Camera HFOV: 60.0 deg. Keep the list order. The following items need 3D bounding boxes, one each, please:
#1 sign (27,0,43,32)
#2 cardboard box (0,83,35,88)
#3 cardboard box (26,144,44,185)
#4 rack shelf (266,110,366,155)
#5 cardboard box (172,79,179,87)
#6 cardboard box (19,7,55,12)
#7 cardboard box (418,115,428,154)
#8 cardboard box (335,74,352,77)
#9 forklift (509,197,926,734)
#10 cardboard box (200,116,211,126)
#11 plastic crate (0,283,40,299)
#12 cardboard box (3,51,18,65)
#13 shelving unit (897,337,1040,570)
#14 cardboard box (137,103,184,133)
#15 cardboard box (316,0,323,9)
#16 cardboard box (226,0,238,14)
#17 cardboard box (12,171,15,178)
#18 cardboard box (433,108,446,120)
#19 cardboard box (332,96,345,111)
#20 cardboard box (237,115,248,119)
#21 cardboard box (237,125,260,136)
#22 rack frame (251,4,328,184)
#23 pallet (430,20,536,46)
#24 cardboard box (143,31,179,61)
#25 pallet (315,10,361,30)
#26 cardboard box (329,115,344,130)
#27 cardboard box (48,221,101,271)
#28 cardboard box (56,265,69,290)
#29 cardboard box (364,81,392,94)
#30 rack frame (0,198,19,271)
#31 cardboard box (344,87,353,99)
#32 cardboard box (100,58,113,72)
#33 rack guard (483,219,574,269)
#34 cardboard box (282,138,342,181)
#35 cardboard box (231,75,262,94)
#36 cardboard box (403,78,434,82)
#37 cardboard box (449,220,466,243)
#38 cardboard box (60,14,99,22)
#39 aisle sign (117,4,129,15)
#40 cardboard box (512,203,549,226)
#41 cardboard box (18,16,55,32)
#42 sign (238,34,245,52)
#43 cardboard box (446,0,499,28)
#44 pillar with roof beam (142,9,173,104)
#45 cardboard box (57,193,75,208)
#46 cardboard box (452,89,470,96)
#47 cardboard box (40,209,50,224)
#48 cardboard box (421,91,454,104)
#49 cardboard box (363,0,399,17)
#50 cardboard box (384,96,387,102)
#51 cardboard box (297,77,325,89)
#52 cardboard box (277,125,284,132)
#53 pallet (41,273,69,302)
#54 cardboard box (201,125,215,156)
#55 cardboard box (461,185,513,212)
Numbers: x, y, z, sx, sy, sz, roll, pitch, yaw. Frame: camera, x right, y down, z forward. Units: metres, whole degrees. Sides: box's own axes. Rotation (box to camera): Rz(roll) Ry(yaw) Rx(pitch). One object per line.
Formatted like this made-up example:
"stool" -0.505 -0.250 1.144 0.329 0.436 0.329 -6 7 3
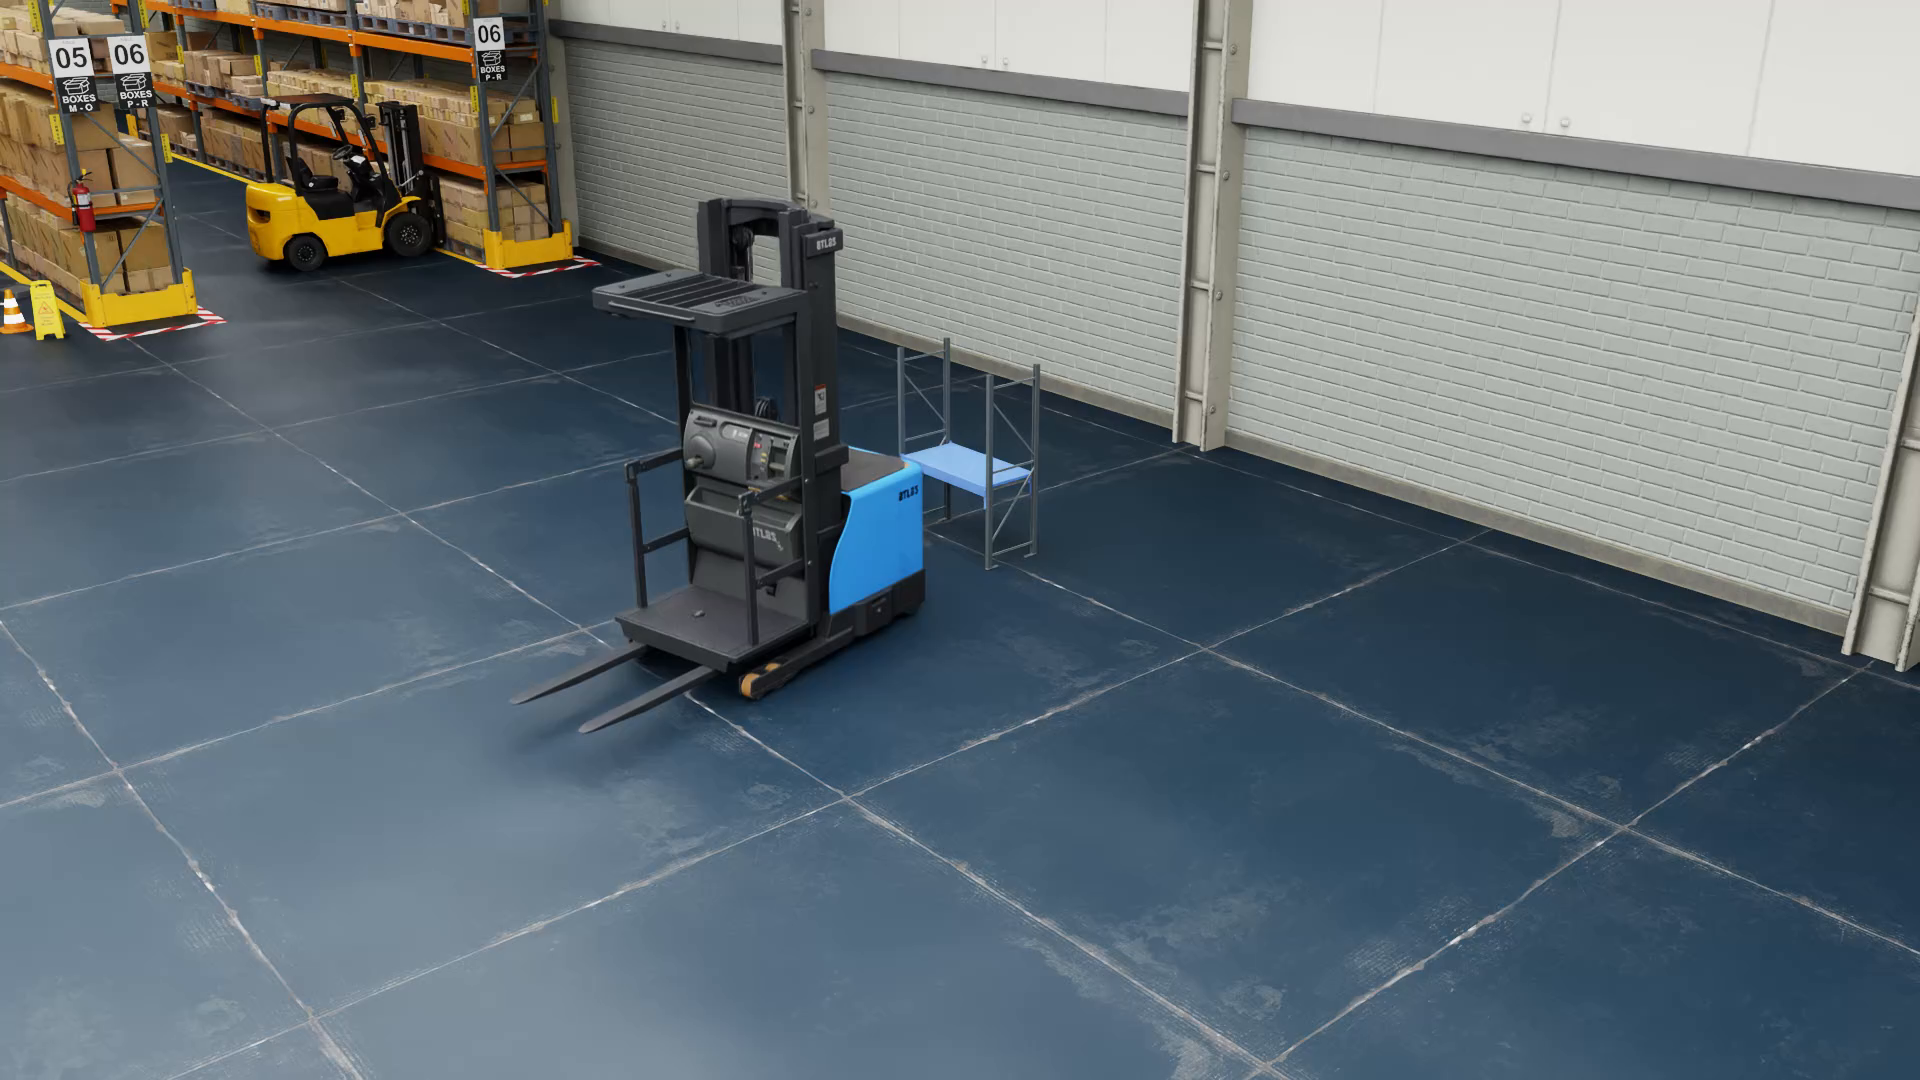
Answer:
"sign" -10.060 -5.694 18.083 0.100 0.325 0.005 -17 27 -37
"cardboard box" -11.798 -5.448 20.865 0.700 0.500 0.500 -17 27 -37
"cardboard box" -10.837 -4.560 19.968 0.500 0.500 0.500 -18 27 -38
"rack shelf" -9.785 -6.517 26.497 1.077 0.370 4.000 -17 27 -37
"cardboard box" -14.475 -8.554 31.055 0.380 0.149 0.250 -17 27 -36
"cardboard box" -11.535 -6.586 20.824 0.380 0.149 0.250 -17 27 -36
"cardboard box" -7.392 -5.738 23.384 0.500 0.500 0.500 -17 27 -37
"cardboard box" -9.796 -7.389 26.710 0.380 0.149 0.250 -18 28 -38
"forklift" -1.524 -0.564 10.405 1.130 2.935 3.031 15 26 34
"cardboard box" -13.669 -7.681 30.445 0.380 0.149 0.250 -16 26 -35
"plastic crate" -11.834 -3.129 20.863 0.583 0.080 0.402 12 24 27
"cardboard box" -11.108 -5.737 19.751 0.380 0.149 0.250 -18 28 -38
"shelving unit" 0.056 -0.675 12.650 0.538 1.500 1.048 -17 27 -37
"cardboard box" -15.985 -8.457 33.310 0.797 0.503 0.637 -19 28 -39
"cardboard box" -9.427 -8.053 24.951 0.380 0.149 0.250 -18 27 -38
"cardboard box" -11.938 -8.955 27.826 0.500 0.250 0.500 -17 27 -37
"cardboard box" -11.874 -4.713 21.249 0.380 0.149 0.250 -18 27 -38
"cardboard box" -6.983 -5.856 22.796 0.380 0.149 0.250 -19 28 -39
"cardboard box" -9.335 -6.678 25.441 0.500 0.250 0.500 -18 28 -39
"cardboard box" -13.067 -7.739 30.593 0.380 0.149 0.250 -17 27 -37
"cardboard box" -12.449 -7.188 29.185 0.380 0.149 0.250 -19 28 -40
"rack frame" -11.091 -7.405 27.777 1.000 3.000 0.127 -17 27 -37
"pallet" -6.310 -6.752 22.117 1.003 0.211 1.213 -17 27 -37
"cardboard box" -15.241 -9.429 31.715 0.500 0.500 0.500 -17 27 -36
"pallet" -9.065 -7.848 25.058 0.805 0.209 1.217 -19 28 -39
"cardboard box" -9.339 -6.445 25.531 0.500 0.250 0.500 -18 27 -38
"cardboard box" -10.690 -3.579 20.175 0.500 0.500 0.500 -16 27 -36
"cardboard box" -10.690 -3.232 20.316 0.500 0.250 0.500 -17 27 -37
"cardboard box" -8.496 -6.628 24.360 0.380 0.149 0.250 -17 27 -36
"rack frame" -12.238 -5.117 21.936 1.000 3.000 0.127 -17 27 -37
"cardboard box" -9.053 -6.757 25.096 0.380 0.149 0.250 -18 28 -38
"cardboard box" -9.597 -5.461 19.044 0.380 0.149 0.250 -17 27 -37
"rack guard" -5.853 -4.024 22.573 1.175 0.500 0.348 -17 27 -37
"cardboard box" -10.694 -6.319 27.685 0.875 0.625 0.625 -16 27 -36
"cardboard box" -12.024 -7.745 28.275 0.500 0.250 0.500 -19 28 -40
"cardboard box" -8.042 -6.771 24.723 0.380 0.149 0.250 -17 27 -37
"cardboard box" -6.732 -4.304 23.055 0.500 0.250 0.500 -17 27 -37
"cardboard box" -10.339 -6.092 19.563 0.380 0.149 0.250 -18 27 -38
"aisle sign" -16.580 -10.775 32.816 0.394 0.787 0.004 -17 27 -37
"cardboard box" -6.018 -4.522 22.925 0.500 0.250 0.500 -17 27 -36
"cardboard box" -10.671 -5.984 19.288 0.380 0.149 0.250 -17 27 -37
"sign" -13.283 -9.182 30.727 0.100 0.325 0.005 -17 27 -37
"cardboard box" -6.342 -6.944 21.638 0.500 0.500 0.500 -16 27 -36
"pillar with roof beam" -20.651 -12.343 32.159 9.100 9.000 0.400 -17 27 -37
"cardboard box" -10.282 -3.991 19.405 0.380 0.149 0.250 -18 28 -38
"cardboard box" -6.914 -6.260 23.418 0.380 0.149 0.250 -17 27 -37
"cardboard box" -10.970 -3.967 20.275 0.380 0.149 0.250 -16 27 -35
"cardboard box" -7.268 -6.153 23.146 0.380 0.149 0.250 -17 27 -37
"cardboard box" -8.121 -7.609 23.595 0.500 0.311 0.500 -17 27 -36
"cardboard box" -8.109 -6.361 24.086 0.380 0.149 0.250 -18 27 -38
"cardboard box" -10.255 -7.241 26.333 0.380 0.149 0.250 -17 27 -36
"cardboard box" -11.885 -7.244 29.329 0.380 0.149 0.250 -18 28 -39
"pallet" -10.972 -3.304 21.131 1.003 0.211 1.213 -17 27 -37
"cardboard box" -13.556 -7.355 30.500 0.500 0.500 0.500 -16 26 -35
"cardboard box" -6.405 -4.628 22.512 0.500 0.250 0.500 -16 27 -36
